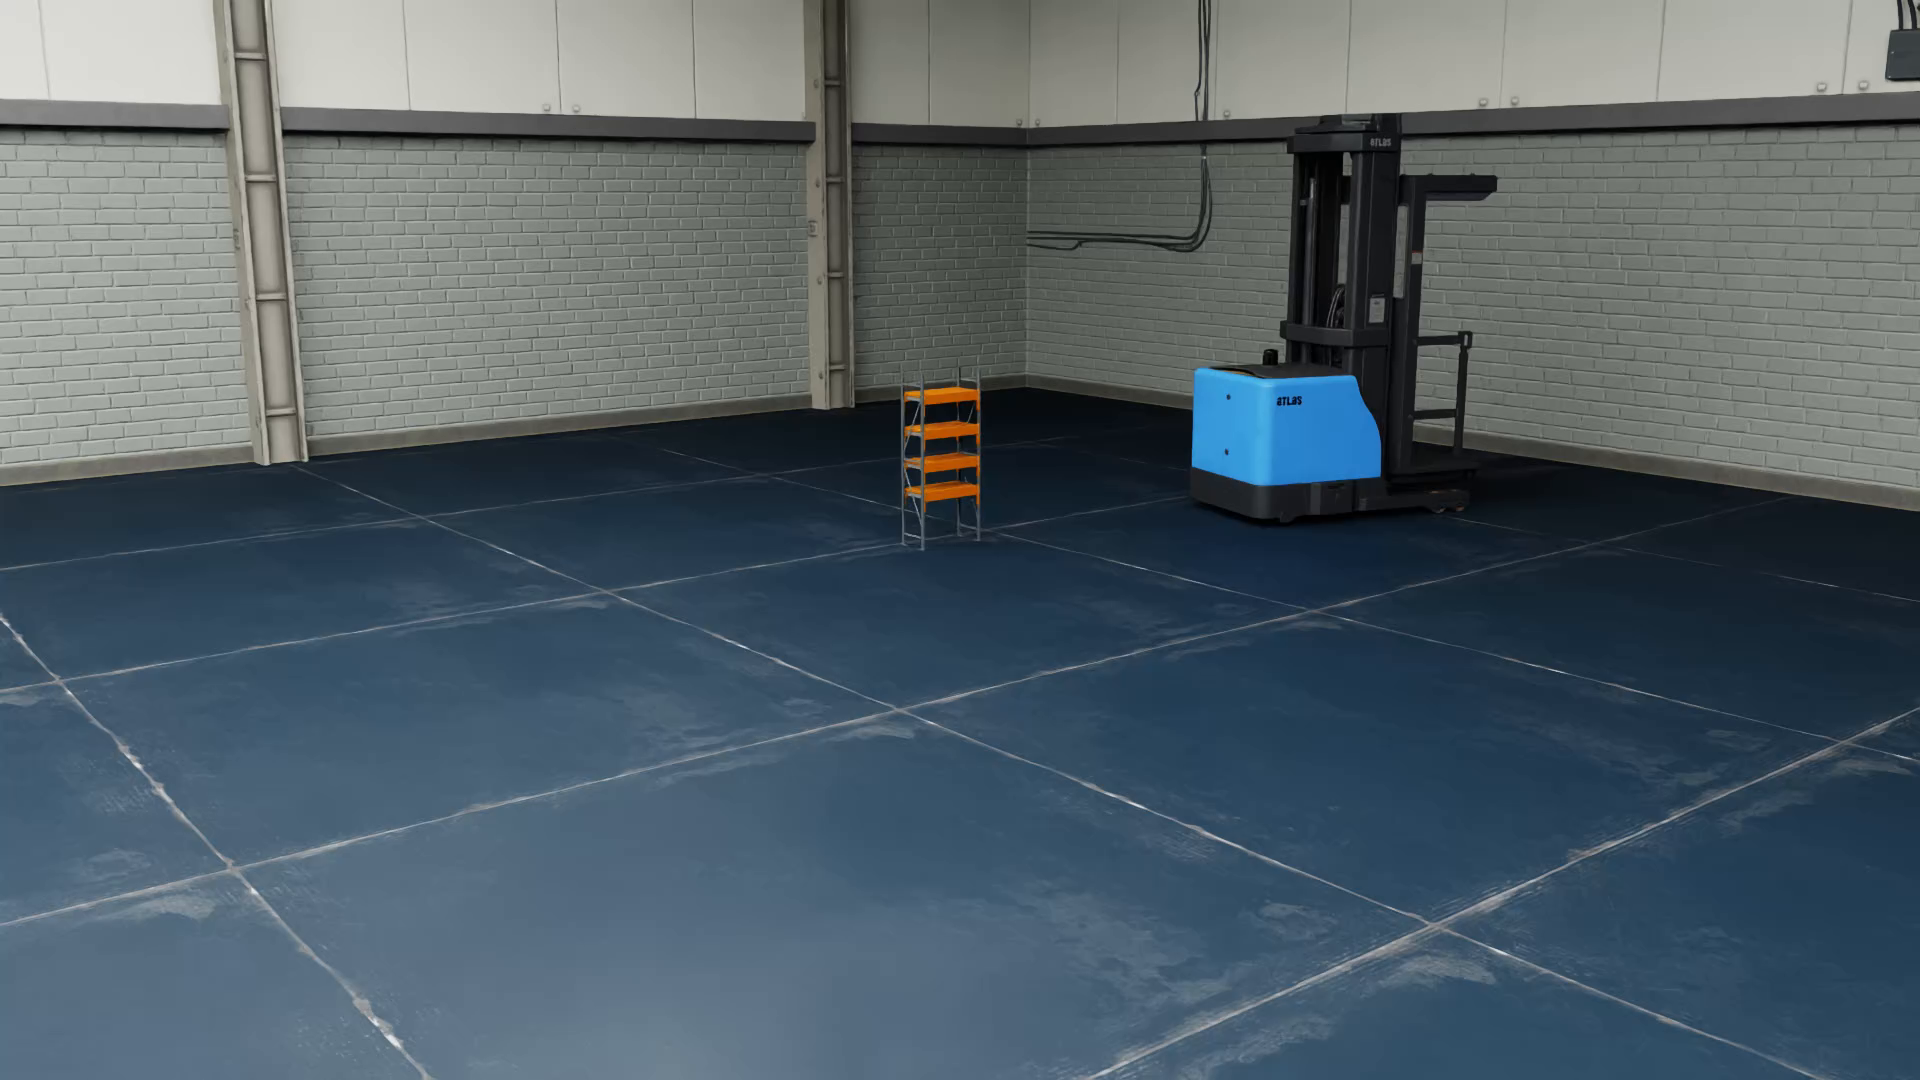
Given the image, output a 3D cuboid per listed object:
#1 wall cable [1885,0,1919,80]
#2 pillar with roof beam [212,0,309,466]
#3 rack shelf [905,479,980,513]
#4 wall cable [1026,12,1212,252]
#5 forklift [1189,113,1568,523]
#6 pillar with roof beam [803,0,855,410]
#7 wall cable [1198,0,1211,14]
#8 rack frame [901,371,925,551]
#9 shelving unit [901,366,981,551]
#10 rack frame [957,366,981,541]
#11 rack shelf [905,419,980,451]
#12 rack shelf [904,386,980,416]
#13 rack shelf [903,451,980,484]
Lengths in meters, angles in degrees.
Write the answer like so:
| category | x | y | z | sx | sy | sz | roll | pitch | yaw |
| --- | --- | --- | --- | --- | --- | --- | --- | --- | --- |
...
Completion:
| category | x | y | z | sx | sy | sz | roll | pitch | yaw |
| --- | --- | --- | --- | --- | --- | --- | --- | --- | --- |
| wall cable | 7.621 | -6.179 | 10.877 | 0.169 | 6.003 | 2.305 | -9 | 15 | -38 |
| pillar with roof beam | -3.420 | -4.413 | 10.746 | 0.400 | 9.000 | 9.100 | -9 | 15 | -38 |
| rack shelf | -0.129 | -0.305 | 11.458 | 0.480 | 0.148 | 0.258 | -9 | 15 | -38 |
| wall cable | 1.702 | -4.539 | 18.814 | 0.112 | 2.526 | 3.097 | -9 | 15 | -38 |
| forklift | 3.333 | -1.733 | 12.733 | 3.031 | 2.935 | 1.130 | -5 | 13 | -23 |
| pillar with roof beam | 1.265 | -5.191 | 14.413 | 0.400 | 9.000 | 9.100 | -9 | 15 | -38 |
| wall cable | 3.392 | -6.570 | 16.223 | 0.112 | 2.526 | 3.097 | -9 | 15 | -38 |
| rack frame | -0.320 | -0.534 | 11.254 | 0.015 | 1.200 | 0.240 | -9 | 15 | -38 |
| shelving unit | -0.129 | -0.565 | 11.403 | 0.503 | 1.200 | 0.258 | -9 | 15 | -38 |
| rack frame | 0.061 | -0.597 | 11.552 | 0.015 | 1.200 | 0.240 | -9 | 15 | -38 |
| rack shelf | -0.129 | -0.718 | 11.371 | 0.480 | 0.148 | 0.258 | -9 | 15 | -38 |
| rack shelf | -0.129 | -0.950 | 11.321 | 0.480 | 0.148 | 0.258 | -9 | 15 | -38 |
| rack shelf | -0.129 | -0.500 | 11.417 | 0.480 | 0.148 | 0.258 | -9 | 15 | -38 |
